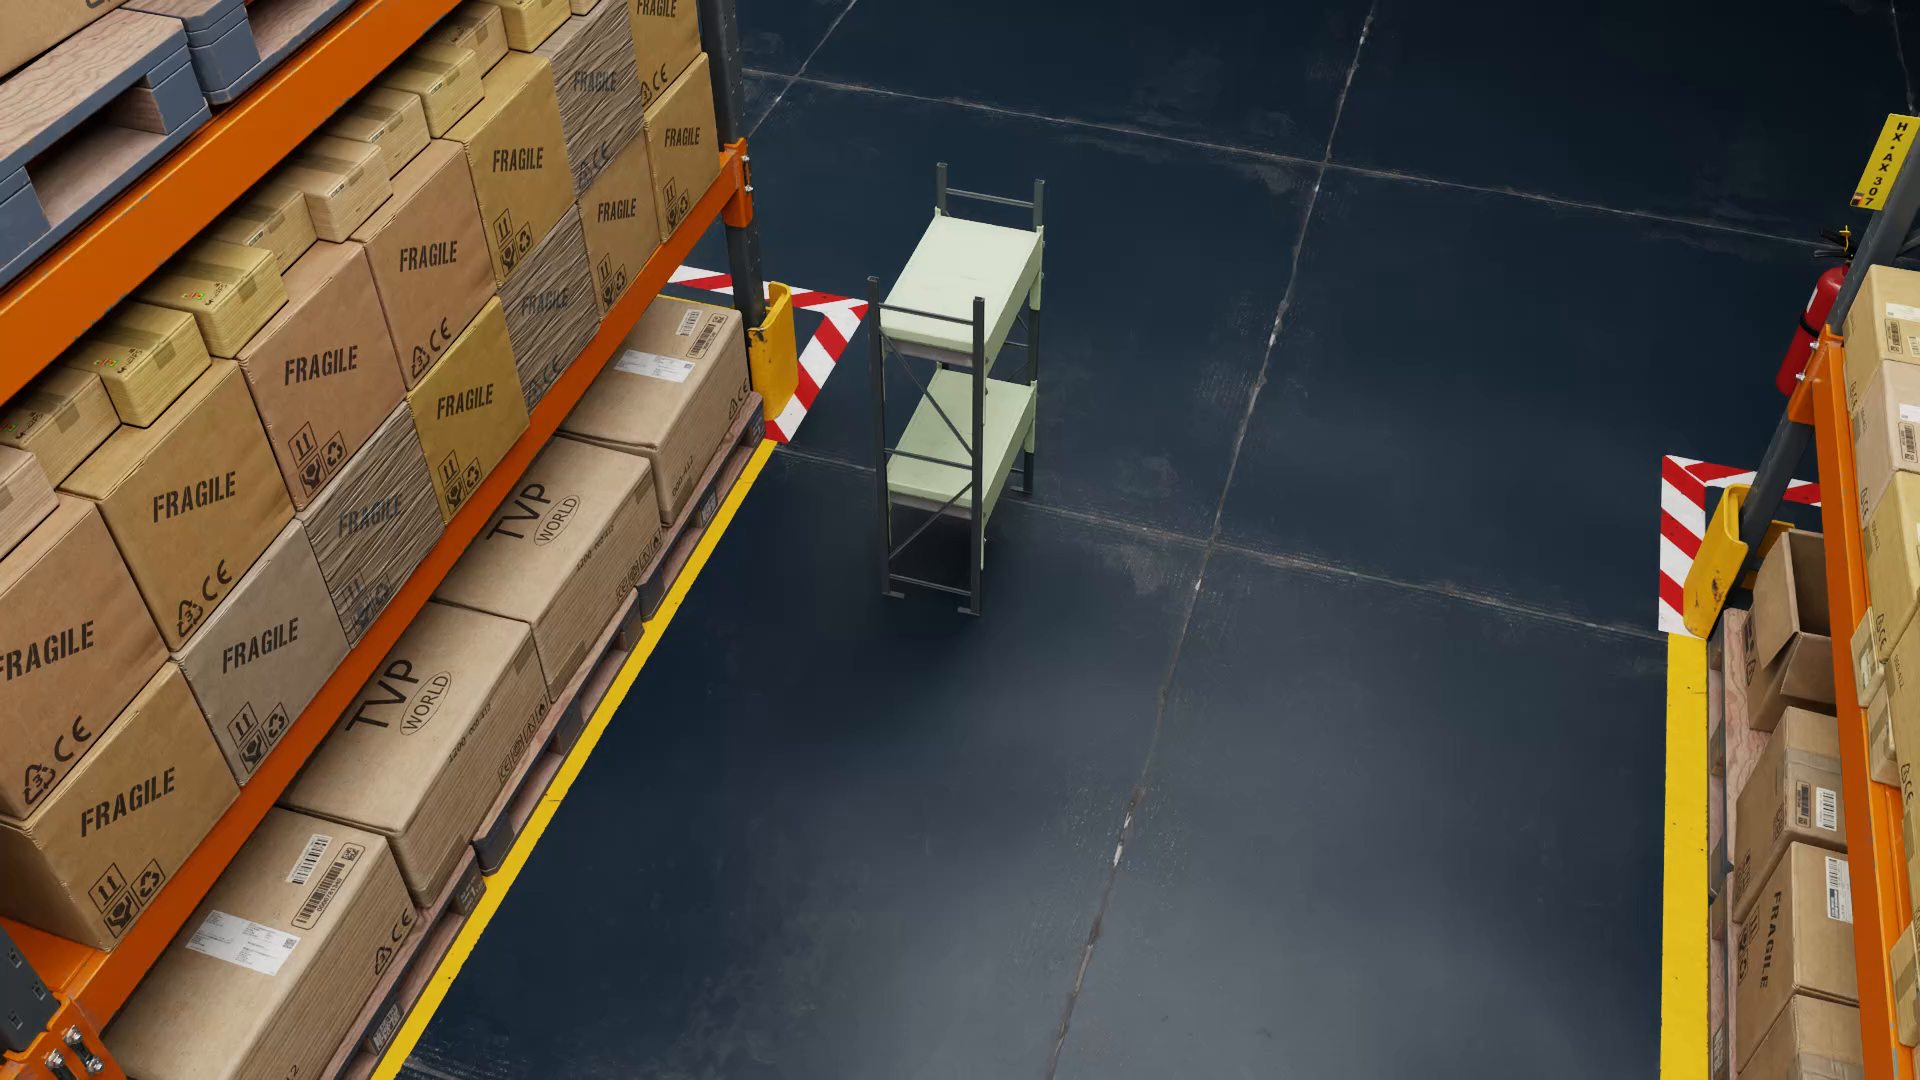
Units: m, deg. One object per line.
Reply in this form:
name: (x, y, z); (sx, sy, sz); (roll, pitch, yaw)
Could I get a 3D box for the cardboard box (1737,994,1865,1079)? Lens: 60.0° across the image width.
cardboard box: (2.522, 1.632, 4.424); (0.700, 0.500, 0.500); (11, 45, 11)

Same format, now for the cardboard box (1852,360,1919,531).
cardboard box: (2.862, -0.223, 4.728); (0.500, 0.250, 0.500); (13, 46, 13)

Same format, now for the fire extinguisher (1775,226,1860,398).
fire extinguisher: (3.012, -0.787, 5.731); (0.296, 0.674, 0.183); (13, 46, 13)

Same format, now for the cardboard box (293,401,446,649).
cardboard box: (-1.830, -0.092, 4.628); (0.500, 0.500, 0.500); (13, 46, 13)

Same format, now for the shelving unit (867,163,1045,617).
shelving unit: (-0.002, -0.532, 6.221); (0.431, 1.500, 0.755); (13, 46, 12)

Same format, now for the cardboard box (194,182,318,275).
cardboard box: (-1.853, -0.777, 4.149); (0.380, 0.149, 0.250); (12, 46, 12)

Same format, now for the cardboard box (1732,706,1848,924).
cardboard box: (2.837, 0.940, 5.131); (0.700, 0.500, 0.500); (14, 46, 14)

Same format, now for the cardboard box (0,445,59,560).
cardboard box: (-2.130, -0.089, 3.446); (0.380, 0.149, 0.250); (13, 46, 13)

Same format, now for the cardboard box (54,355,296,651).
cardboard box: (-2.001, -0.129, 3.951); (0.500, 0.500, 0.500); (12, 46, 12)

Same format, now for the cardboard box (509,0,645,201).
cardboard box: (-1.373, -1.468, 5.319); (0.500, 0.500, 0.500); (13, 46, 13)

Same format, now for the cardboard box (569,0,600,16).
cardboard box: (-1.293, -1.780, 5.174); (0.380, 0.149, 0.250); (12, 46, 12)

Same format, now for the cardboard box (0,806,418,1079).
cardboard box: (-2.242, 1.235, 4.875); (0.875, 0.438, 0.875); (12, 46, 12)

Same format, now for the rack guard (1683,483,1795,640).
rack guard: (3.385, 0.192, 6.196); (1.175, 0.500, 0.348); (13, 46, 13)

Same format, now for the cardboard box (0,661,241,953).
cardboard box: (-2.143, 0.572, 3.949); (0.500, 0.500, 0.500); (14, 46, 14)

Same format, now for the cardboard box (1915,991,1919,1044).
cardboard box: (2.256, 1.133, 3.342); (0.500, 0.250, 0.500); (13, 46, 13)

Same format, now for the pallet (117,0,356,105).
pallet: (-1.906, -1.529, 4.086); (1.003, 0.211, 1.213); (13, 46, 13)

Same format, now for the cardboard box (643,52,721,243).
cardboard box: (-1.217, -1.459, 6.025); (0.500, 0.500, 0.500); (13, 46, 13)

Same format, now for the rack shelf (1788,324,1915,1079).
rack shelf: (2.803, 0.838, 4.263); (1.077, 0.370, 4.000); (13, 46, 13)

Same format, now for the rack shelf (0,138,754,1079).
rack shelf: (-1.929, -0.211, 5.335); (1.077, 0.370, 4.000); (13, 46, 13)

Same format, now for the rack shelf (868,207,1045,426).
rack shelf: (-0.002, -0.811, 5.948); (0.431, 0.370, 0.720); (13, 46, 12)

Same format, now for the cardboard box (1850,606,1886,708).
cardboard box: (2.610, 0.347, 4.430); (0.380, 0.149, 0.250); (11, 46, 11)

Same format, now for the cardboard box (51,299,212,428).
cardboard box: (-1.959, -0.421, 3.786); (0.380, 0.149, 0.250); (12, 46, 12)

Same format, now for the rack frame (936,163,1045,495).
rack frame: (0.109, -0.776, 6.470); (0.400, 1.500, 0.023); (13, 46, 12)

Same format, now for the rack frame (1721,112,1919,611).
rack frame: (3.408, -0.752, 5.374); (1.000, 3.000, 0.127); (13, 46, 13)

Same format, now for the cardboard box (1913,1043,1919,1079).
cardboard box: (2.272, 1.212, 3.546); (0.380, 0.149, 0.250); (14, 46, 14)

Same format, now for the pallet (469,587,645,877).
pallet: (-1.862, 0.556, 6.031); (1.003, 0.211, 1.213); (13, 46, 12)

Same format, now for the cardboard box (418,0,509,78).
cardboard box: (-1.555, -1.462, 4.849); (0.380, 0.149, 0.250); (12, 46, 12)

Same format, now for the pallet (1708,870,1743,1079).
pallet: (2.774, 1.638, 4.926); (1.003, 0.211, 1.213); (13, 46, 13)

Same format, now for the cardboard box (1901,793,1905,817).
cardboard box: (2.537, 0.713, 4.056); (0.380, 0.149, 0.250); (12, 46, 12)

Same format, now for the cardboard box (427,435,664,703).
cardboard box: (-1.697, 0.038, 6.098); (0.875, 0.438, 0.875); (14, 46, 14)

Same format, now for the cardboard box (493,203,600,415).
cardboard box: (-1.530, -0.783, 5.334); (0.500, 0.500, 0.500); (14, 46, 14)

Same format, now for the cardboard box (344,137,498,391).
cardboard box: (-1.680, -0.804, 4.640); (0.500, 0.500, 0.500); (12, 46, 12)

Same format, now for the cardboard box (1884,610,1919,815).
cardboard box: (2.577, 0.461, 4.029); (0.500, 0.250, 0.500); (11, 46, 11)

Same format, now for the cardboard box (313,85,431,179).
cardboard box: (-1.673, -1.111, 4.490); (0.380, 0.149, 0.250); (14, 46, 14)
